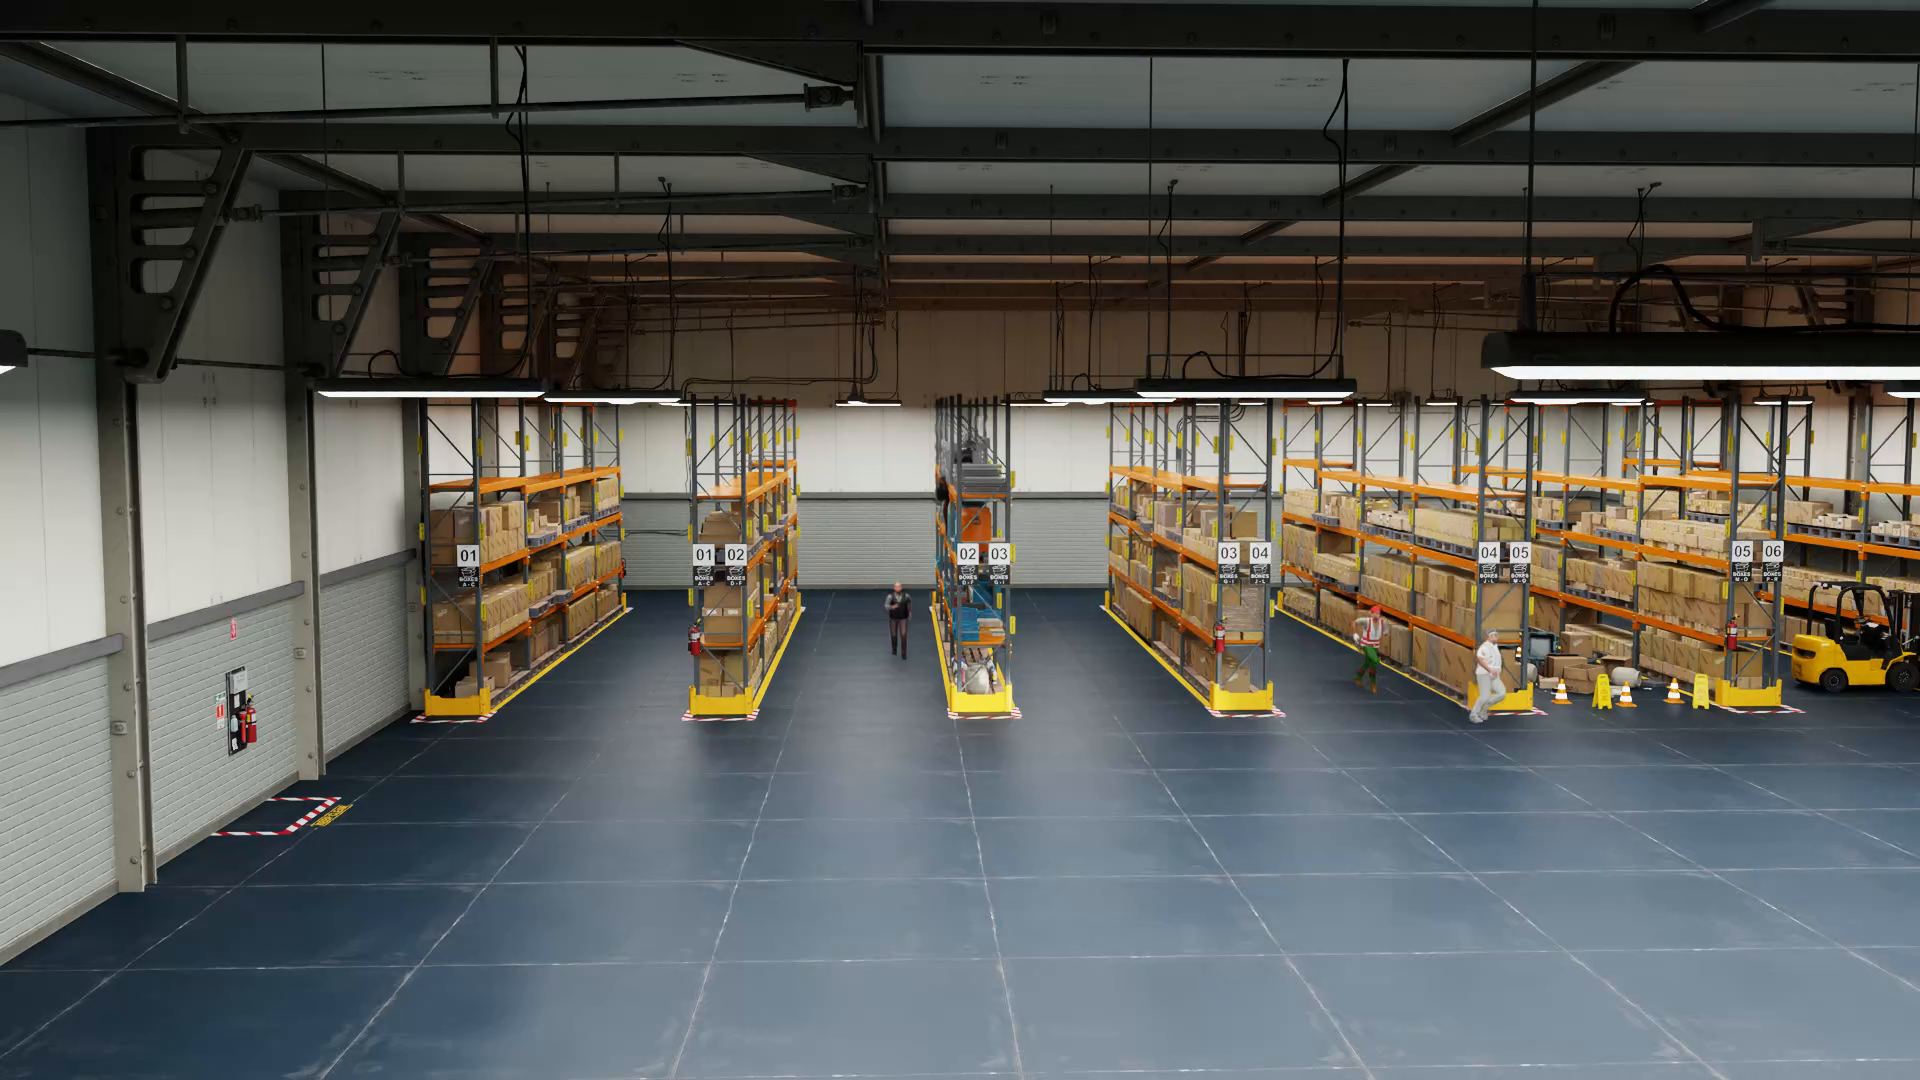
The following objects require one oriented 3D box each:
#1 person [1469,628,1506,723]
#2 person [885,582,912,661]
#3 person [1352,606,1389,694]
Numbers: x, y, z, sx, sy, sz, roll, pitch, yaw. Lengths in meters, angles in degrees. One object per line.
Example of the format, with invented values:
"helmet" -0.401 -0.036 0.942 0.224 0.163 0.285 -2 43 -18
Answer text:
"person" 9.727 2.465 30.457 0.721 1.717 0.569 -4 6 -43
"person" -1.408 1.850 38.170 0.649 1.765 0.864 0 5 -4
"person" 8.315 2.195 33.759 0.648 1.774 0.960 -2 5 -24
